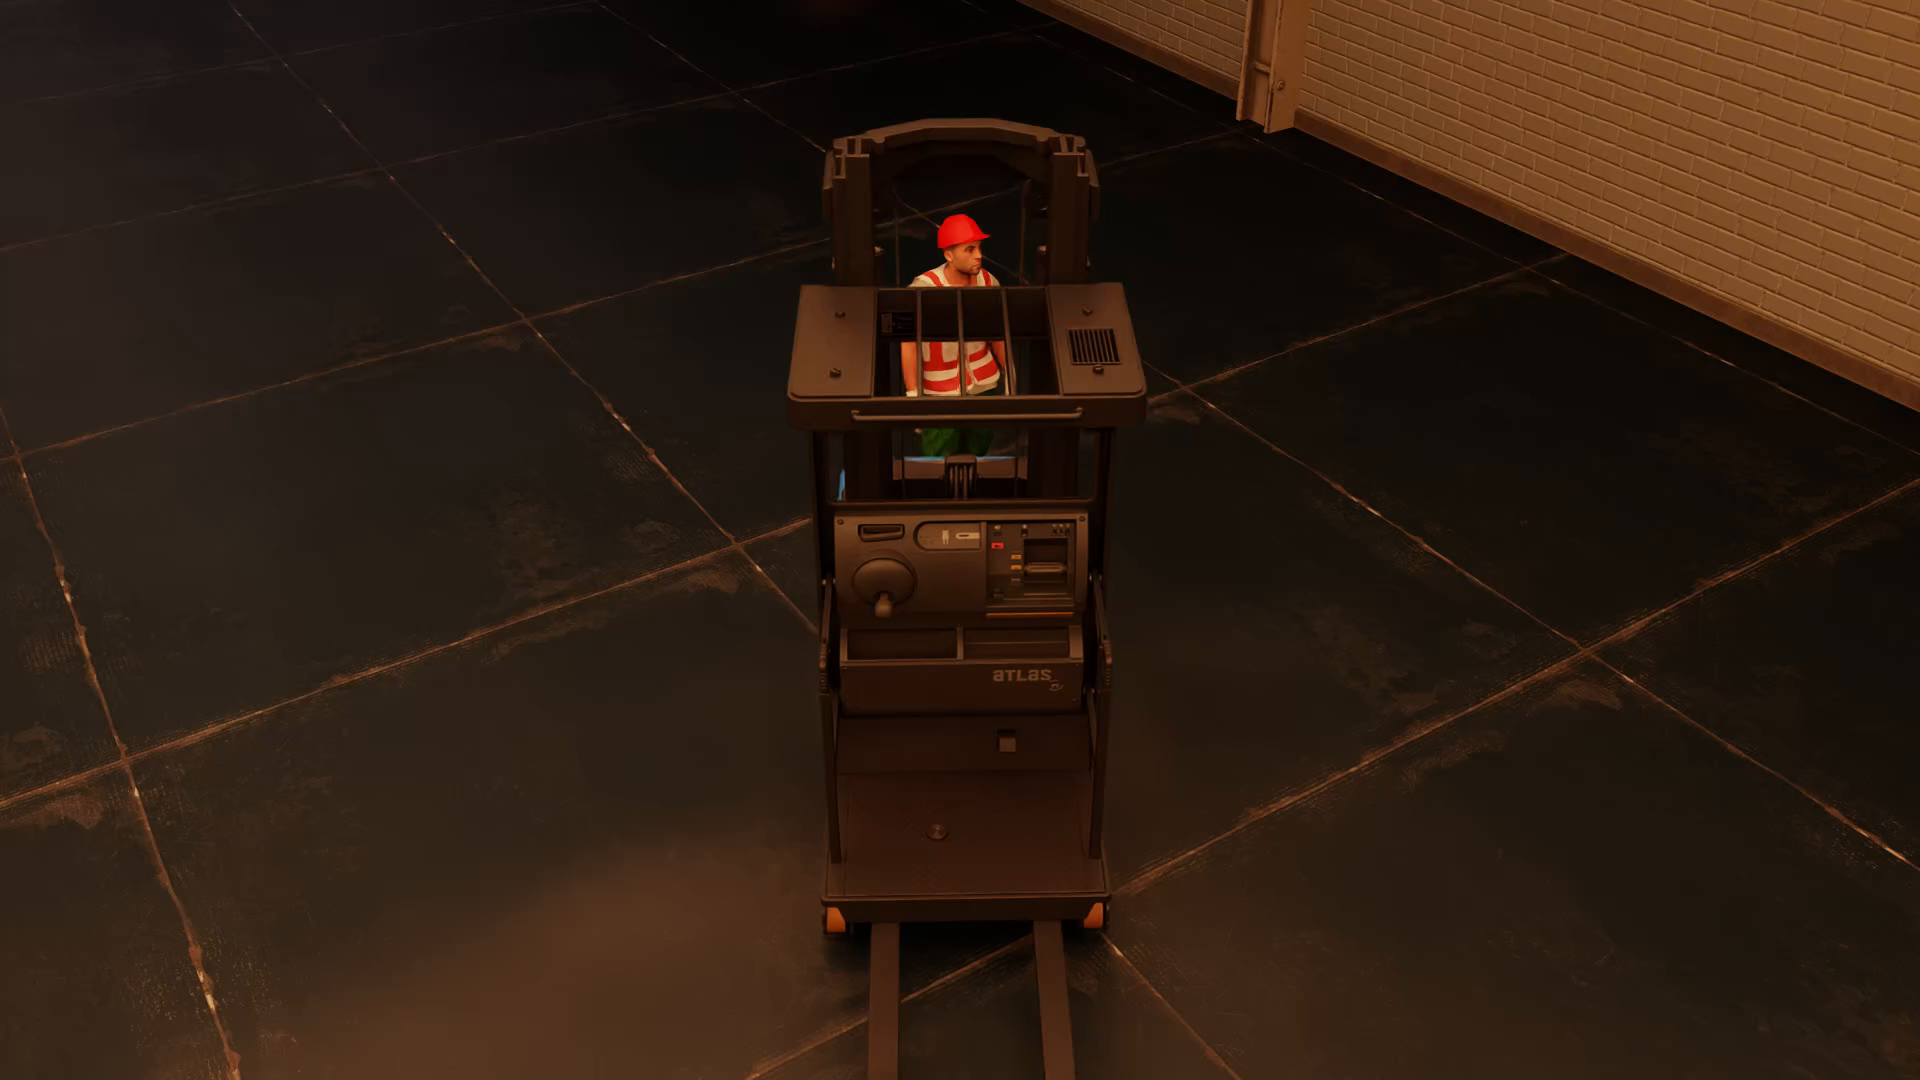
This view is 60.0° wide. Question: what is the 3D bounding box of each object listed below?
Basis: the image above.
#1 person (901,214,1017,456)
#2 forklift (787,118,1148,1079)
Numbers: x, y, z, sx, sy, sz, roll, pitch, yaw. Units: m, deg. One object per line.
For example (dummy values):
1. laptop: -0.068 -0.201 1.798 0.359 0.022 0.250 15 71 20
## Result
1. person: 0.034 -0.696 8.119 0.638 1.787 0.564 -21 40 -27
2. forklift: 0.013 0.151 5.933 1.130 2.935 3.031 -1 35 -1
